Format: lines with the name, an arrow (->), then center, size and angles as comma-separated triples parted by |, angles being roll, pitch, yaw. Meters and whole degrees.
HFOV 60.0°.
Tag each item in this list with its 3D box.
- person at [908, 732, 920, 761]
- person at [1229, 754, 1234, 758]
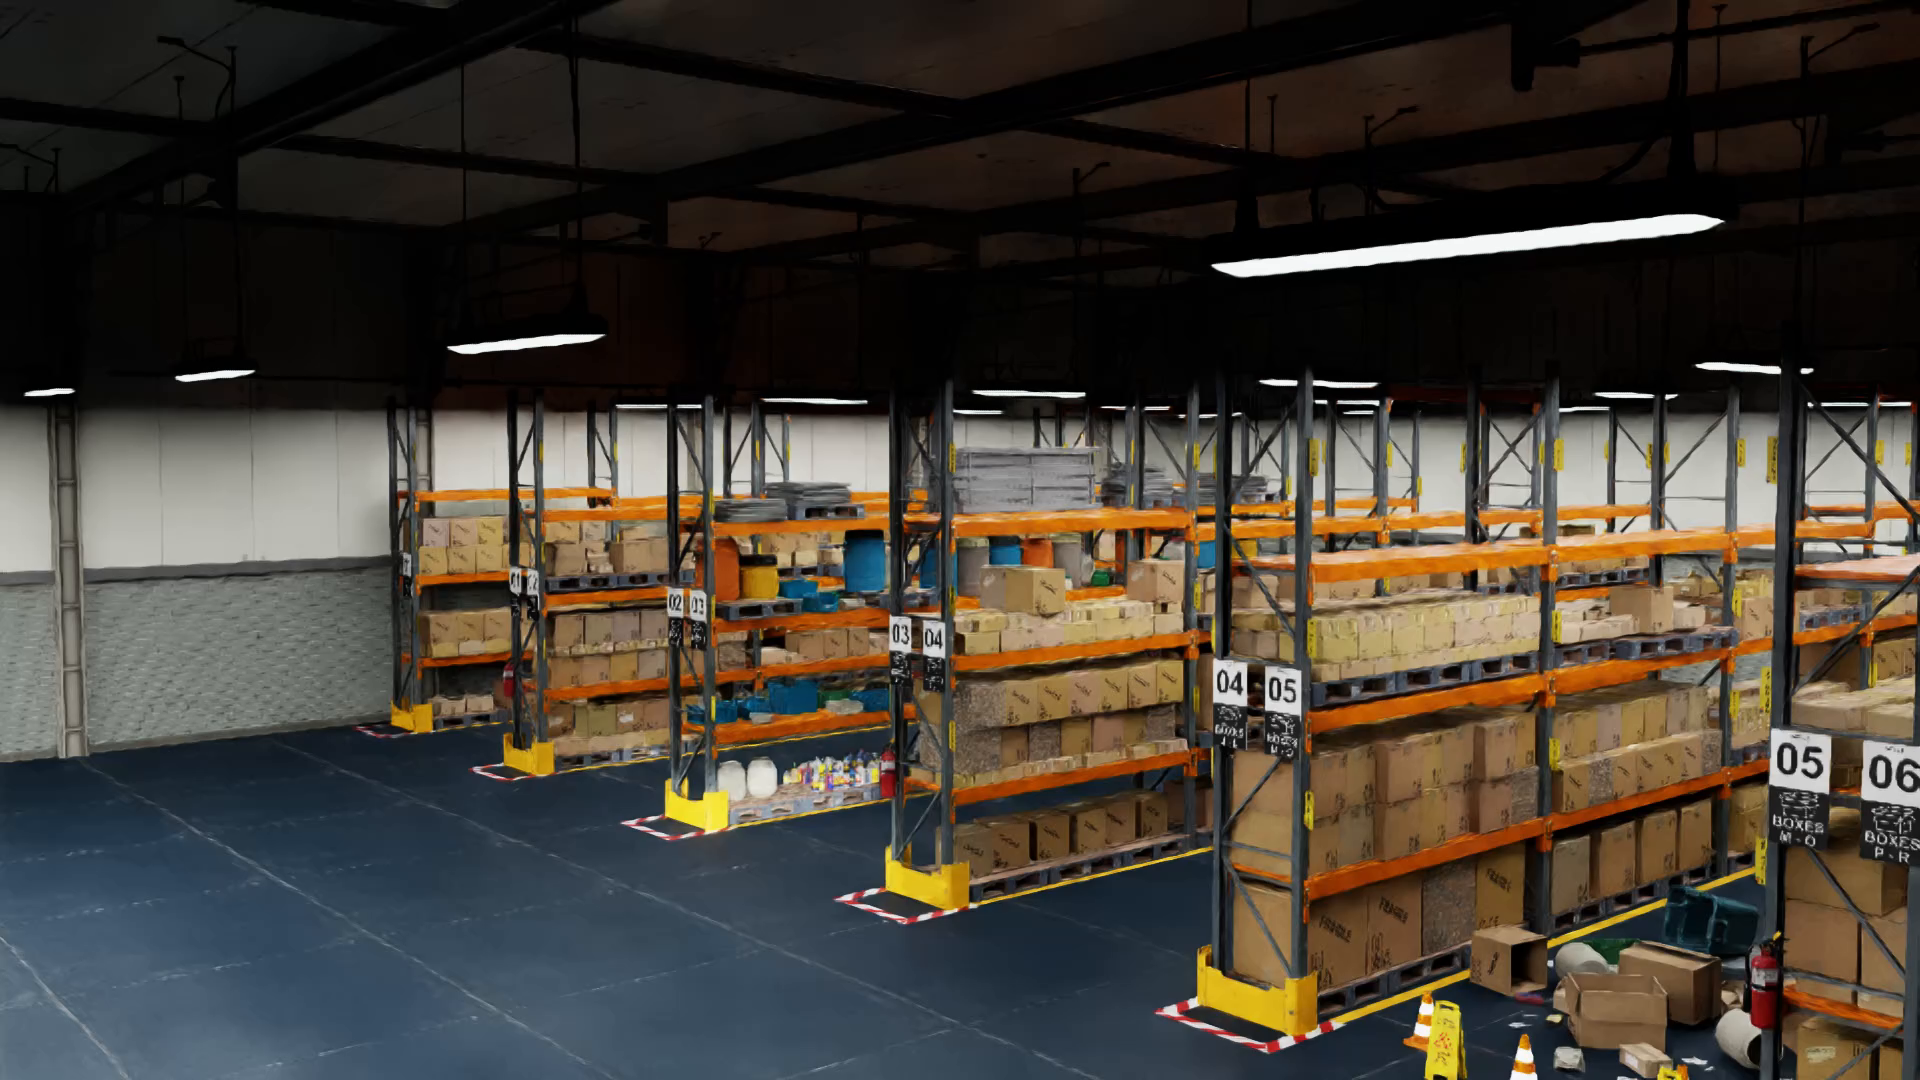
person -> -0.427, 2.767, 26.871 | 0.998, 1.619, 0.483 | -2, 4, -30
person -> 4.658, 2.695, 27.321 | 1.187, 1.693, 0.601 | -3, 5, -42
